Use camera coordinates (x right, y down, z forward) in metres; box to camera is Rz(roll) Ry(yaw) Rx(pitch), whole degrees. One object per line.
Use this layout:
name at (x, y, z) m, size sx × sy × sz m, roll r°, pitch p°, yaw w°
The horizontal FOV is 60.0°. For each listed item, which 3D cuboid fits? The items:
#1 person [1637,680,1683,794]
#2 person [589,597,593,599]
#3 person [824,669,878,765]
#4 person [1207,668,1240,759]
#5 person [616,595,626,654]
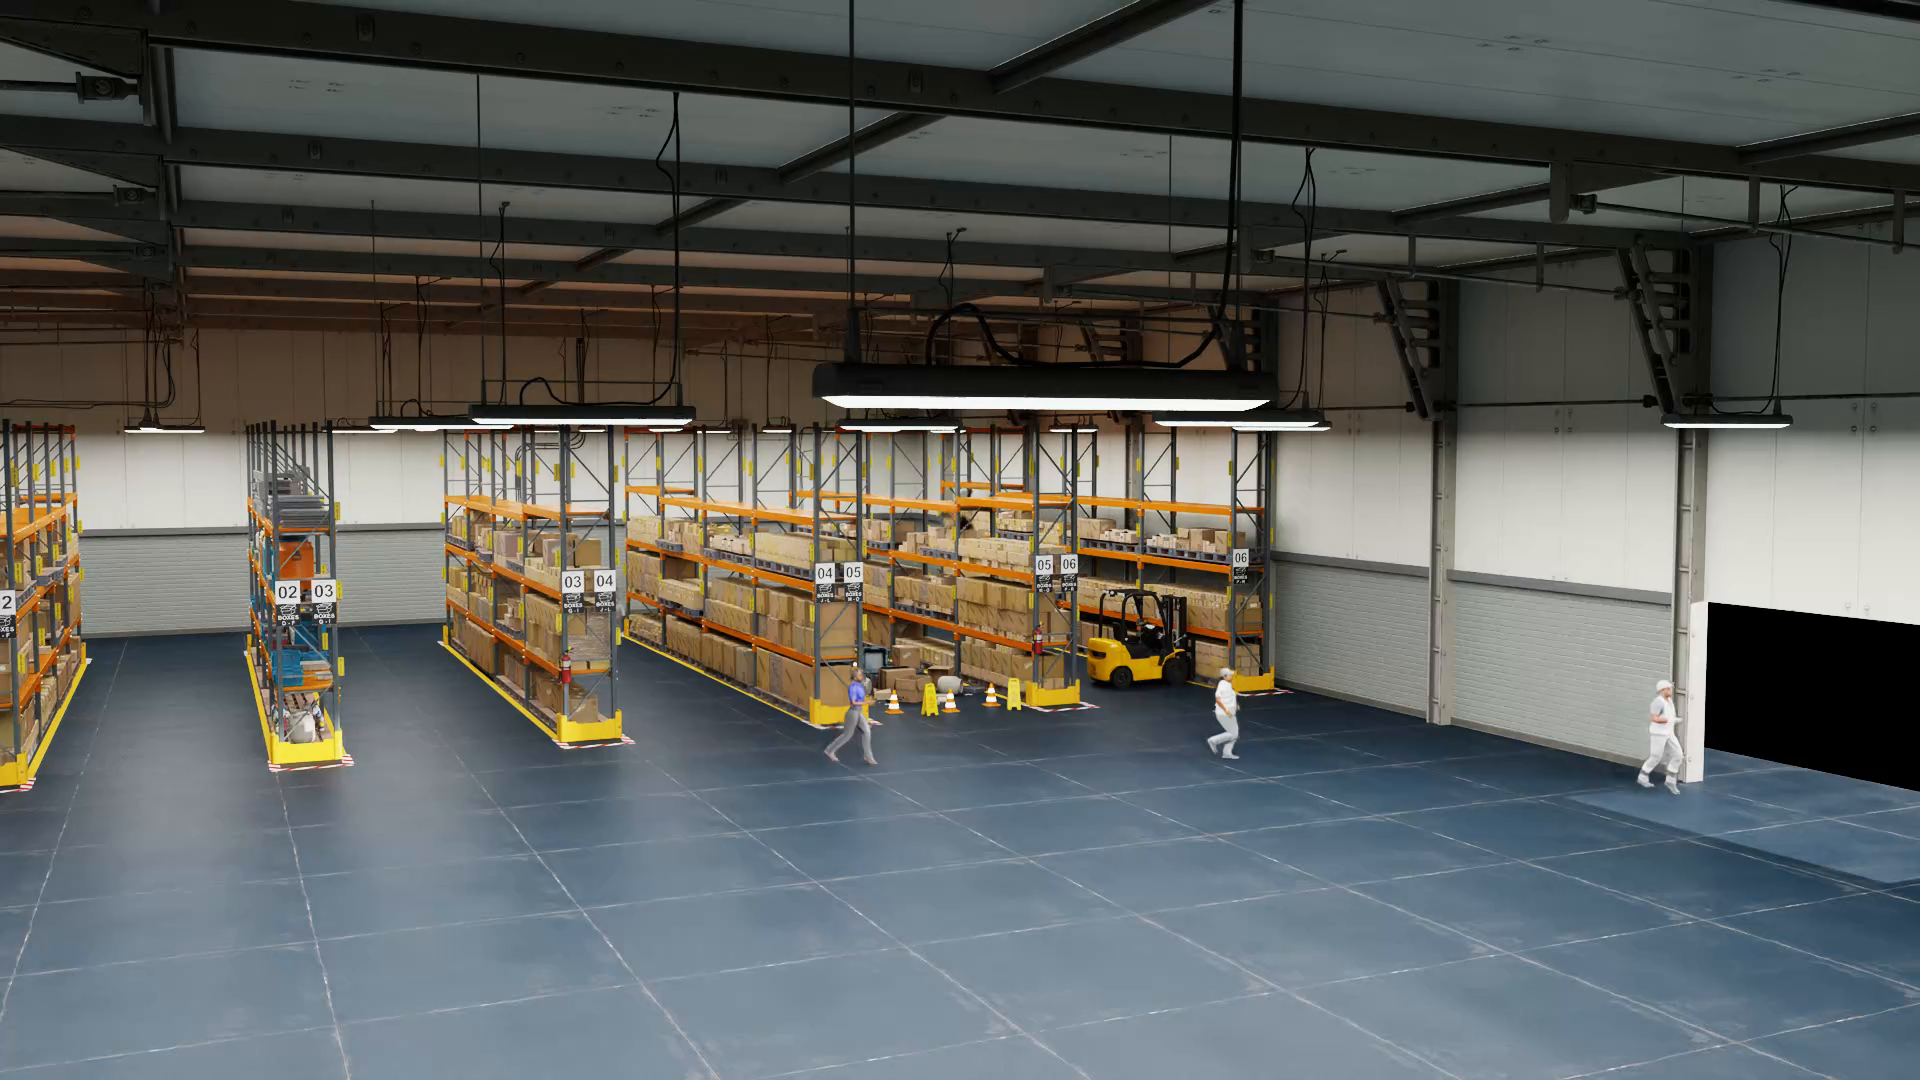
person at (11.284, 3.169, 26.732) m, size 0.646 × 1.849 × 0.736 m, roll -3°, pitch 5°, yaw -38°
person at (-10.790, 1.916, 47.358) m, size 0.747 × 1.728 × 0.805 m, roll 1°, pitch 4°, yaw 20°
person at (-1.883, 3.087, 28.985) m, size 0.920 × 1.691 × 0.586 m, roll 1°, pitch 4°, yaw 15°
person at (4.672, 3.073, 29.438) m, size 0.566 × 1.618 × 0.622 m, roll 1°, pitch 4°, yaw 10°
person at (-8.931, 2.229, 43.090) m, size 0.505 × 1.646 × 0.717 m, roll -2°, pitch 4°, yaw -25°
